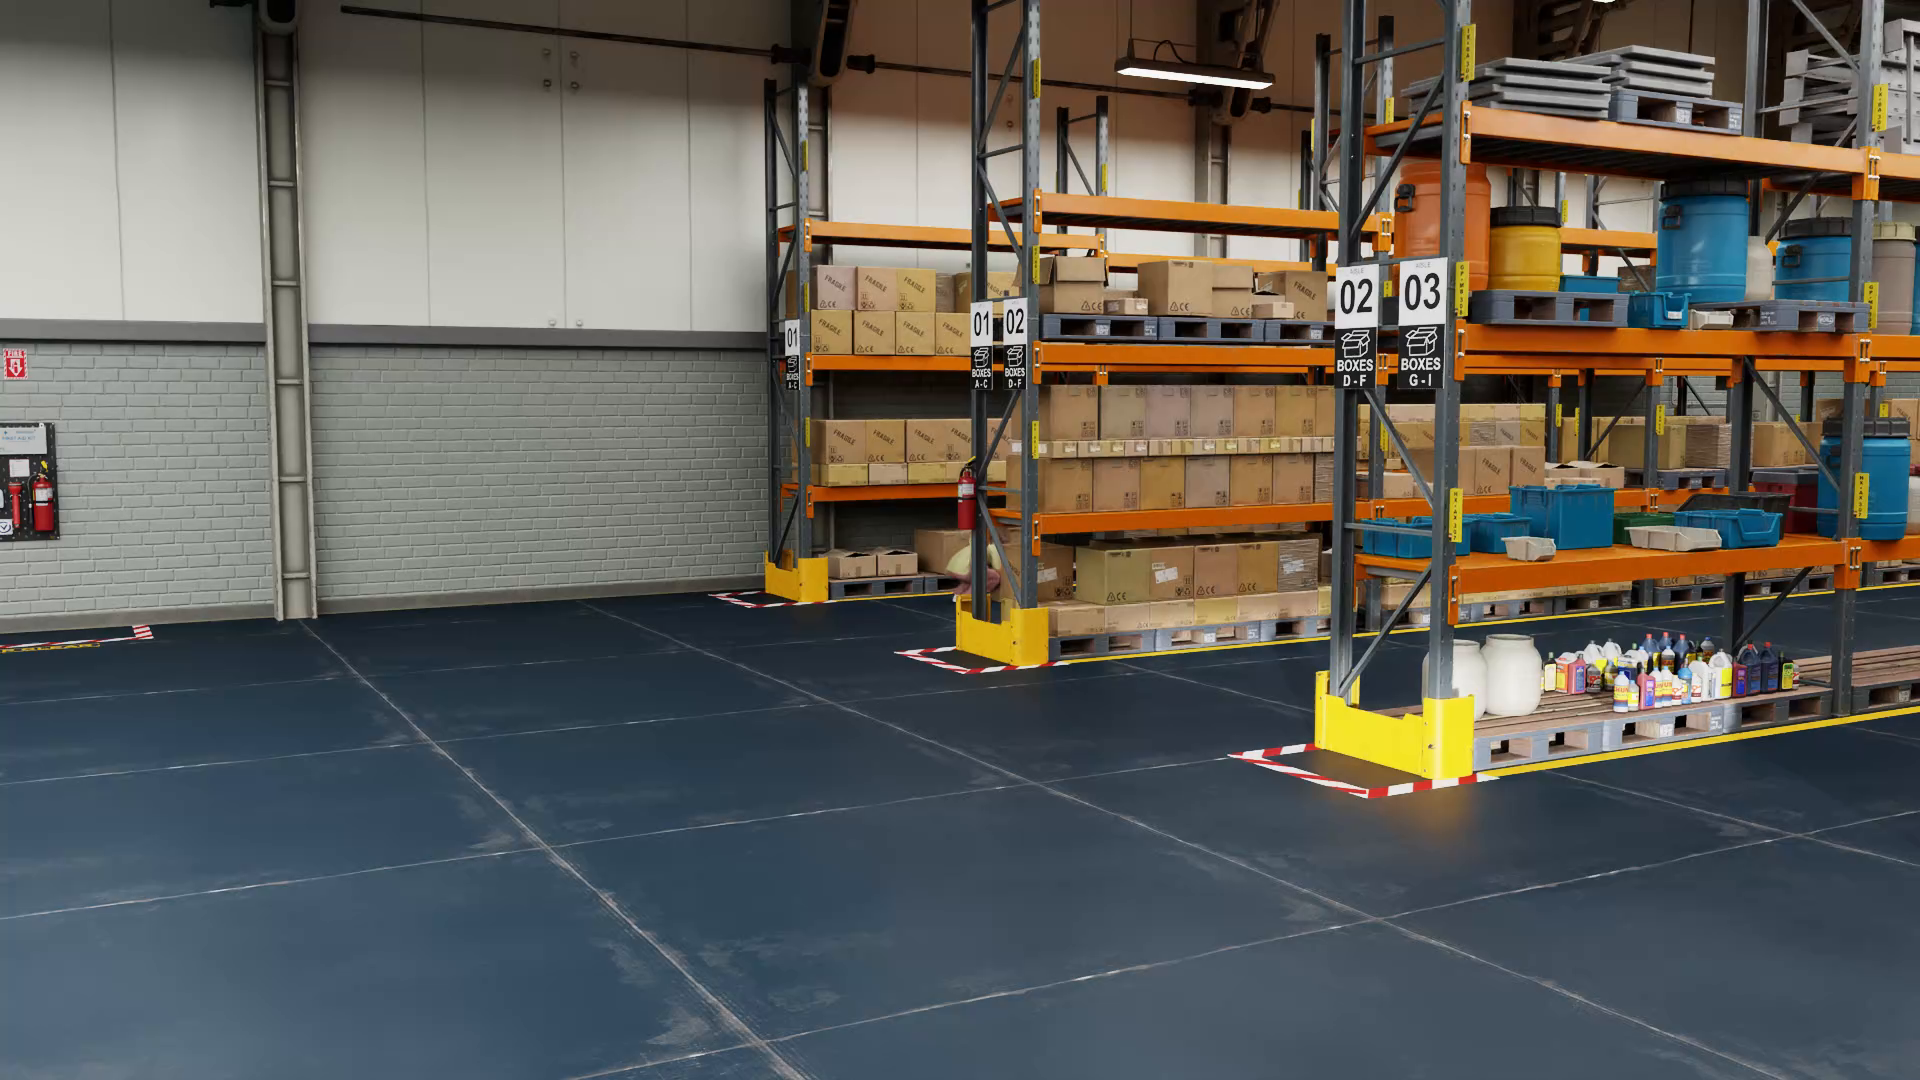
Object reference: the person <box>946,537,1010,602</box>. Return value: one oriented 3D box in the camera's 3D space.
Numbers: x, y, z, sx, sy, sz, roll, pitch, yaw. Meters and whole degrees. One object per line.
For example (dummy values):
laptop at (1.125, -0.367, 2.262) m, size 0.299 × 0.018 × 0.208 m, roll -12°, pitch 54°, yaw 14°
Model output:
person at (0.239, 0.371, 18.929) m, size 0.833 × 0.806 × 0.476 m, roll -3°, pitch 6°, yaw -29°
